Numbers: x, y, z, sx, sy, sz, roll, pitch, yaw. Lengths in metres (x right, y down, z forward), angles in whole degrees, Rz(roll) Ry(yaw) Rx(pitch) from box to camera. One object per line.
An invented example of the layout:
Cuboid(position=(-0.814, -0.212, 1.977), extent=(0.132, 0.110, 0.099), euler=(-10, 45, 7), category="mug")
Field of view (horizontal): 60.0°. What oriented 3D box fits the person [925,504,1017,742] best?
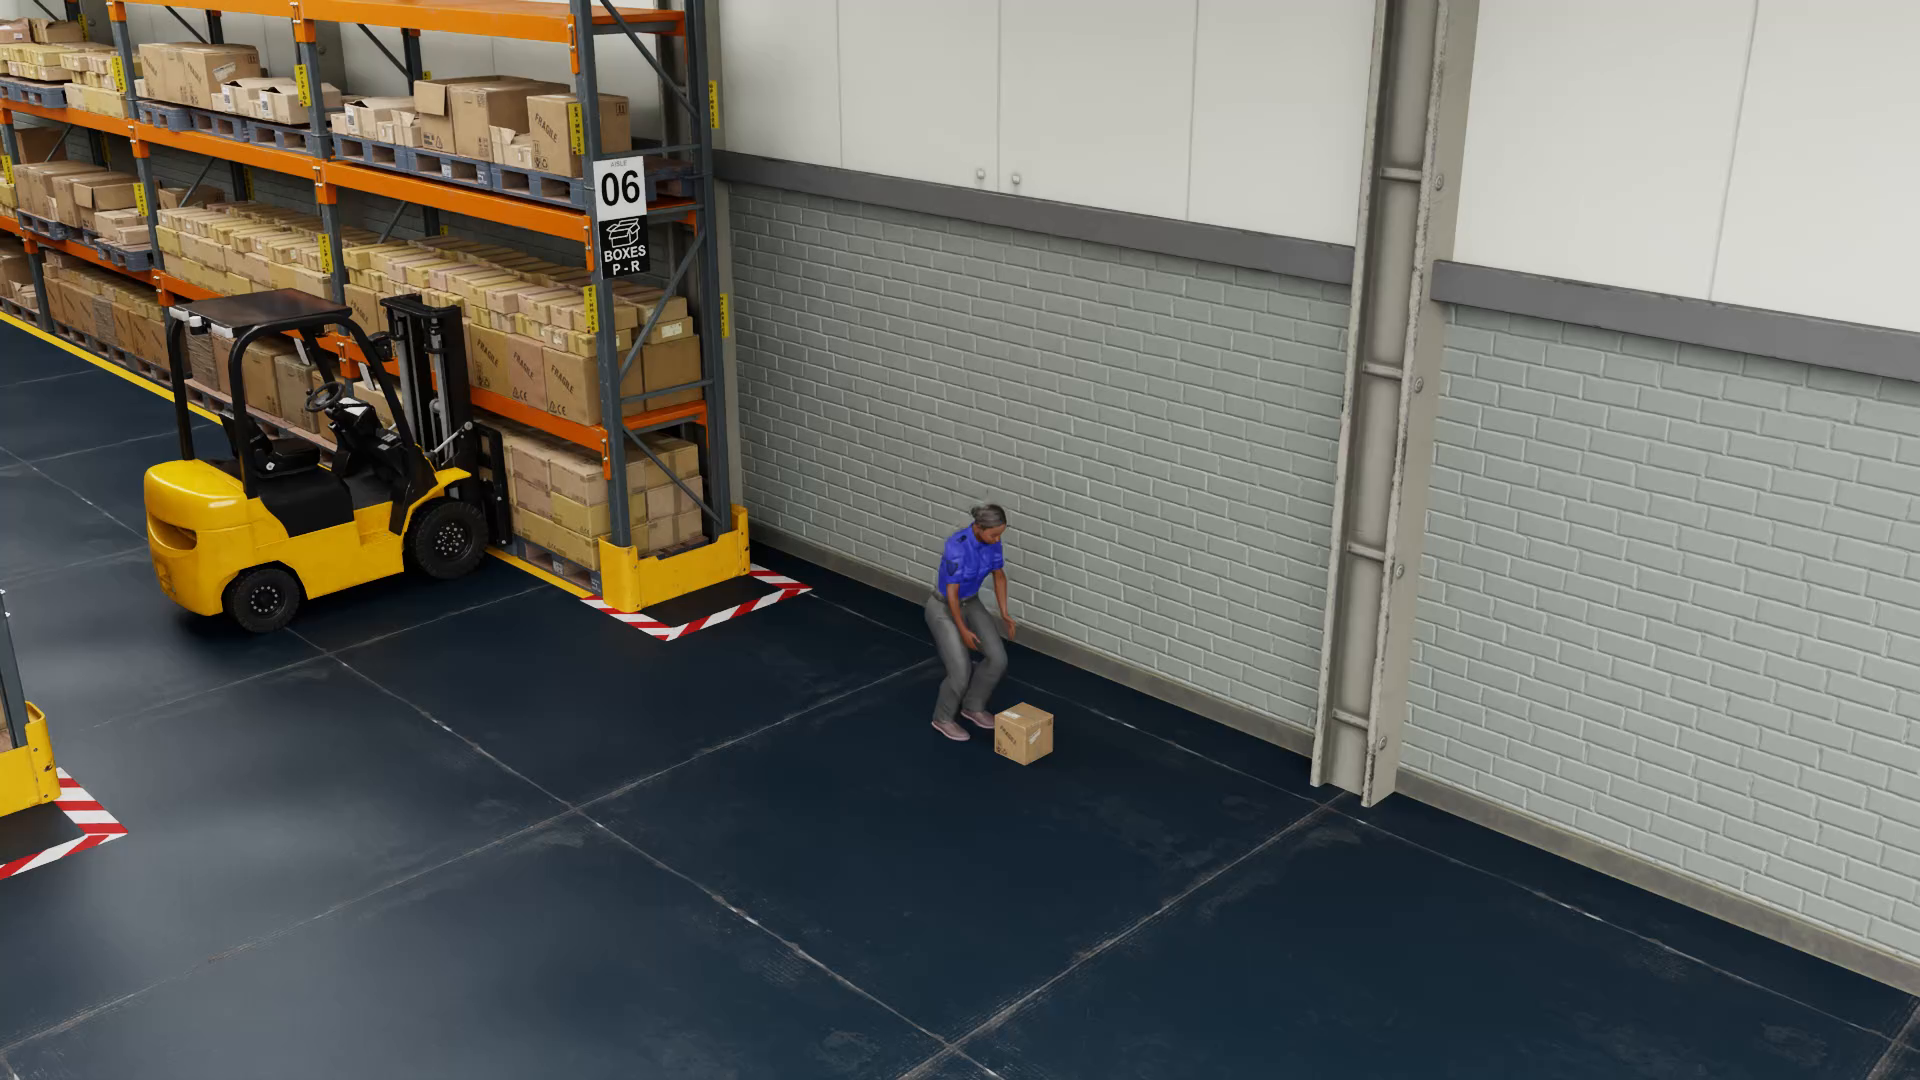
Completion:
Cuboid(position=(0.068, 0.462, 10.098), extent=(0.484, 1.507, 0.513), euler=(-19, 28, -41), category="person")
